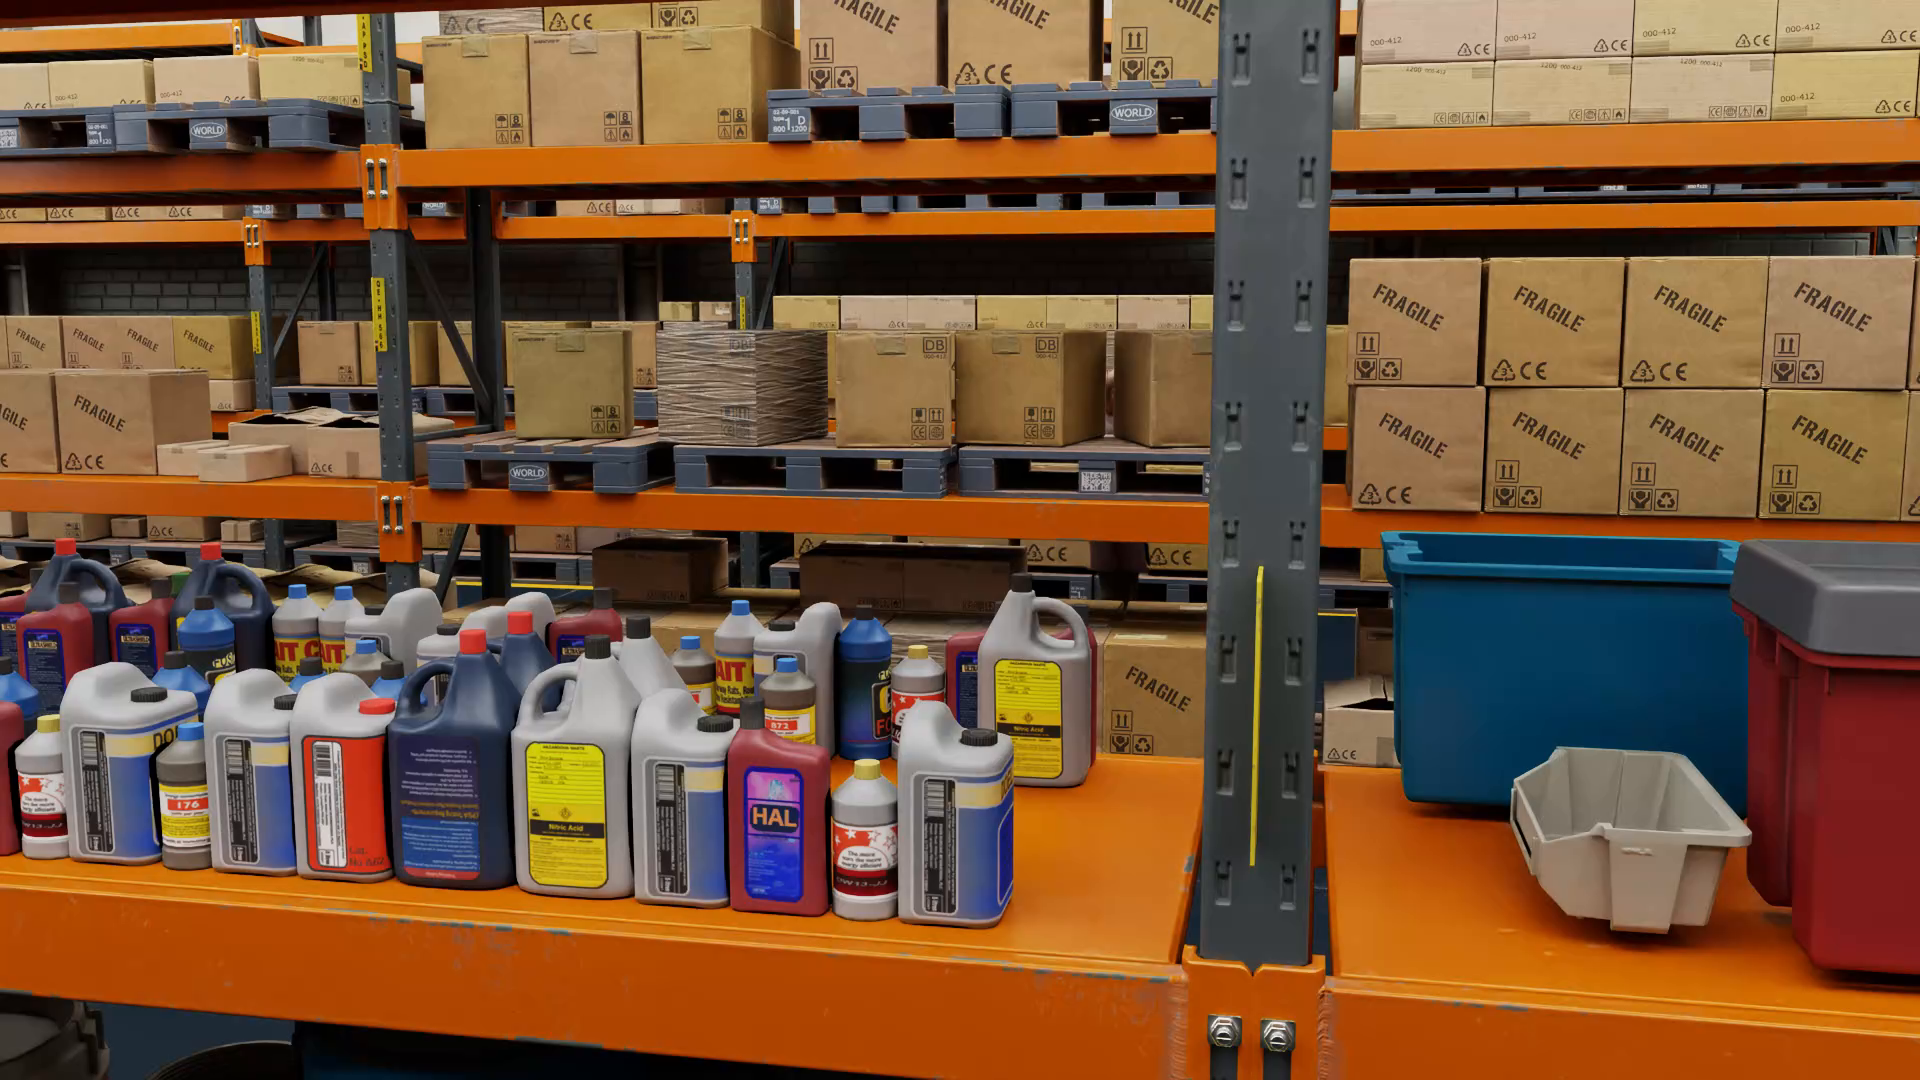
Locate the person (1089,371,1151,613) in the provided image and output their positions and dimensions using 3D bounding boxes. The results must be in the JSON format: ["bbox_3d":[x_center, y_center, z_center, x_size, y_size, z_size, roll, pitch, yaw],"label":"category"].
[{"bbox_3d":[0.898,-0.056,9.324,0.378,1.779,0.562,2,8,12],"label":"person"}]
